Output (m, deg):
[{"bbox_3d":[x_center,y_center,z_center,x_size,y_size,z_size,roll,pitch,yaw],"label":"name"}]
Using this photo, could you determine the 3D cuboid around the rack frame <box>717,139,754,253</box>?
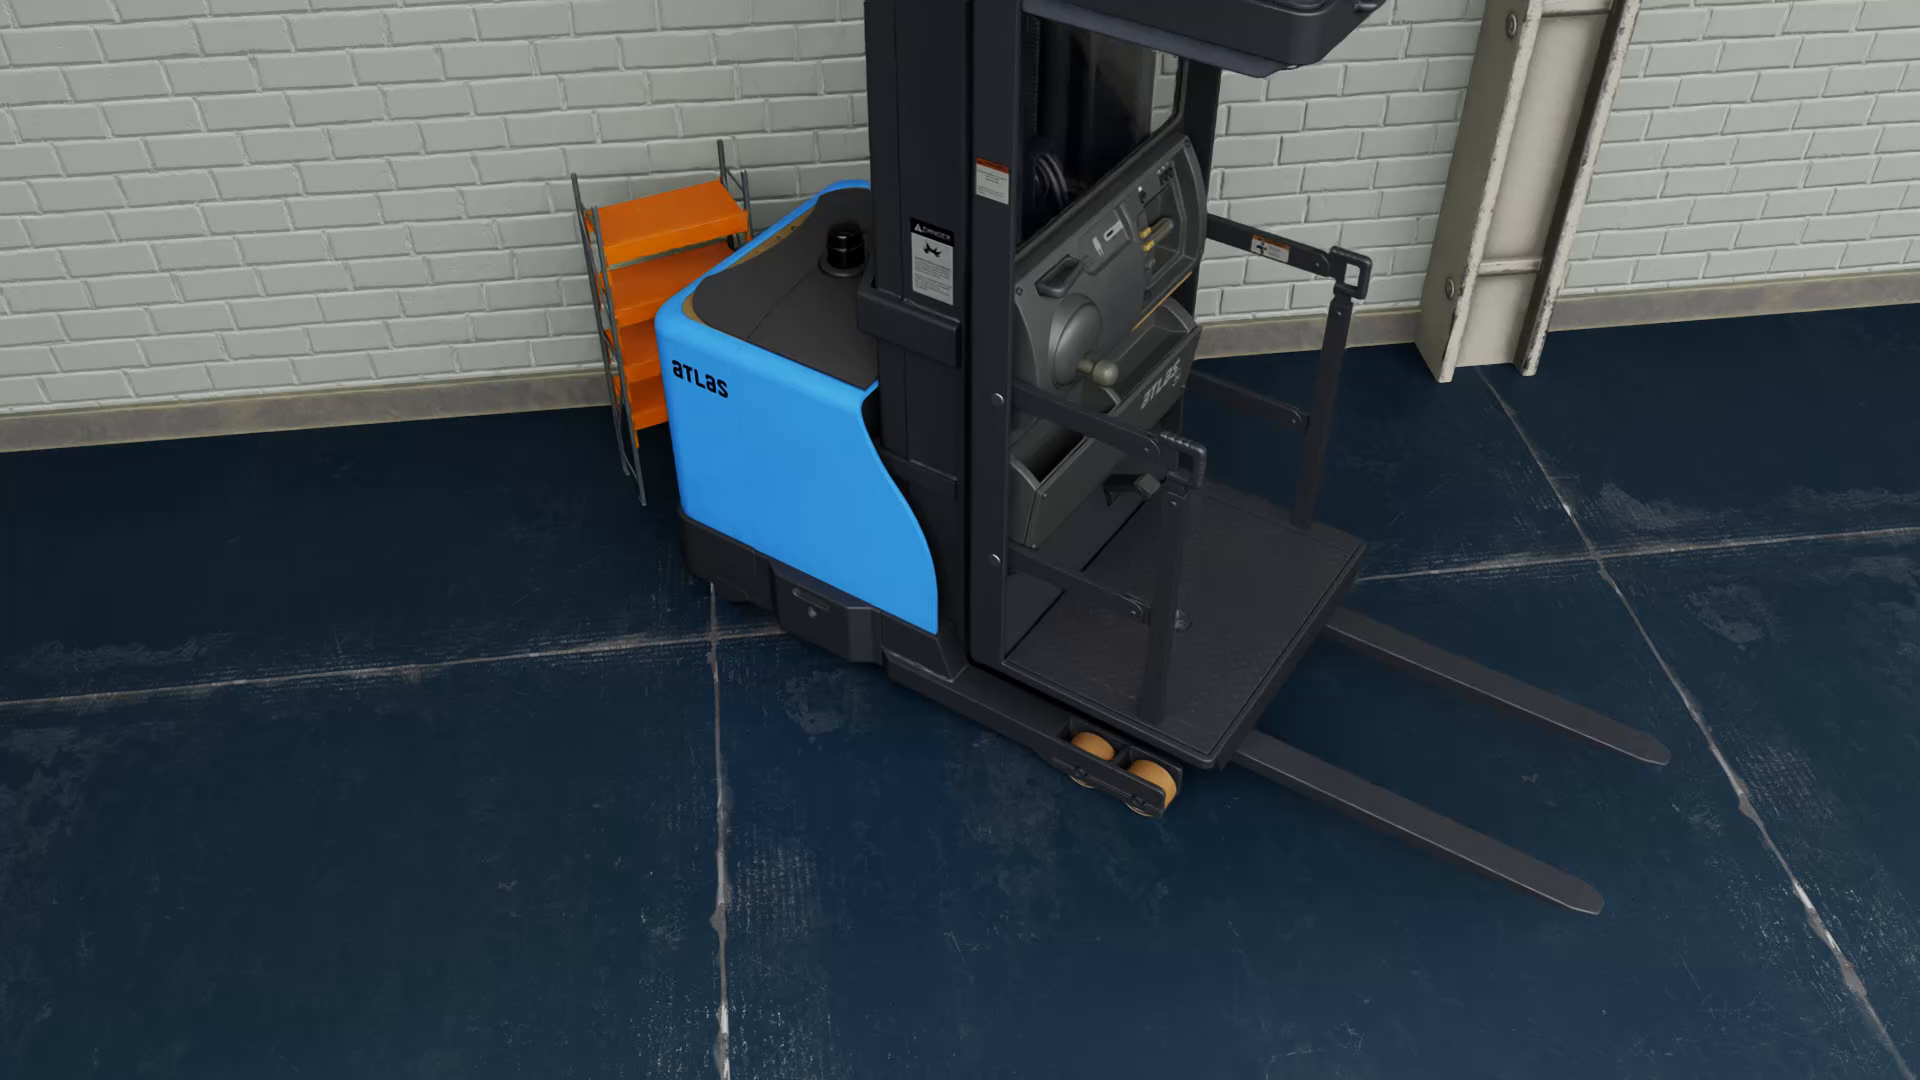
[{"bbox_3d":[-0.731,-0.784,5.723,0.015,1.200,0.240,-18,45,-19],"label":"rack frame"}]

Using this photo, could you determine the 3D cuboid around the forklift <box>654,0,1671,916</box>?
[{"bbox_3d":[0.586,-0.691,4.328,3.031,2.935,1.130,24,47,24],"label":"forklift"}]

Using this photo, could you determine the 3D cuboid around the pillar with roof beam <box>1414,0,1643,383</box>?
[{"bbox_3d":[2.581,-1.210,0.373,0.400,9.000,9.100,-5,42,-6],"label":"pillar with roof beam"}]

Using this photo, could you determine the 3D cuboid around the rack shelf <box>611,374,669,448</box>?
[{"bbox_3d":[-0.949,-0.514,5.821,0.480,0.148,0.258,-18,45,-19],"label":"rack shelf"}]

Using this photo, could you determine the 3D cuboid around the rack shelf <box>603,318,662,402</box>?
[{"bbox_3d":[-0.949,-0.661,5.688,0.480,0.148,0.258,-18,45,-19],"label":"rack shelf"}]

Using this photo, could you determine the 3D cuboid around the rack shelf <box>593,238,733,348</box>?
[{"bbox_3d":[-0.949,-0.827,5.538,0.480,0.148,0.258,-18,45,-19],"label":"rack shelf"}]

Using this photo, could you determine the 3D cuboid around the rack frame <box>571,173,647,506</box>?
[{"bbox_3d":[-1.168,-0.639,5.562,0.015,1.200,0.240,-18,45,-19],"label":"rack frame"}]

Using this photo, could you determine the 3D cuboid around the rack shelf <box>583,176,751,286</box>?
[{"bbox_3d":[-0.949,-1.003,5.380,0.480,0.148,0.258,-18,45,-19],"label":"rack shelf"}]

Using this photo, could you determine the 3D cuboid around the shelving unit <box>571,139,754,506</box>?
[{"bbox_3d":[-0.949,-0.711,5.643,0.503,1.200,0.258,-18,45,-19],"label":"shelving unit"}]
